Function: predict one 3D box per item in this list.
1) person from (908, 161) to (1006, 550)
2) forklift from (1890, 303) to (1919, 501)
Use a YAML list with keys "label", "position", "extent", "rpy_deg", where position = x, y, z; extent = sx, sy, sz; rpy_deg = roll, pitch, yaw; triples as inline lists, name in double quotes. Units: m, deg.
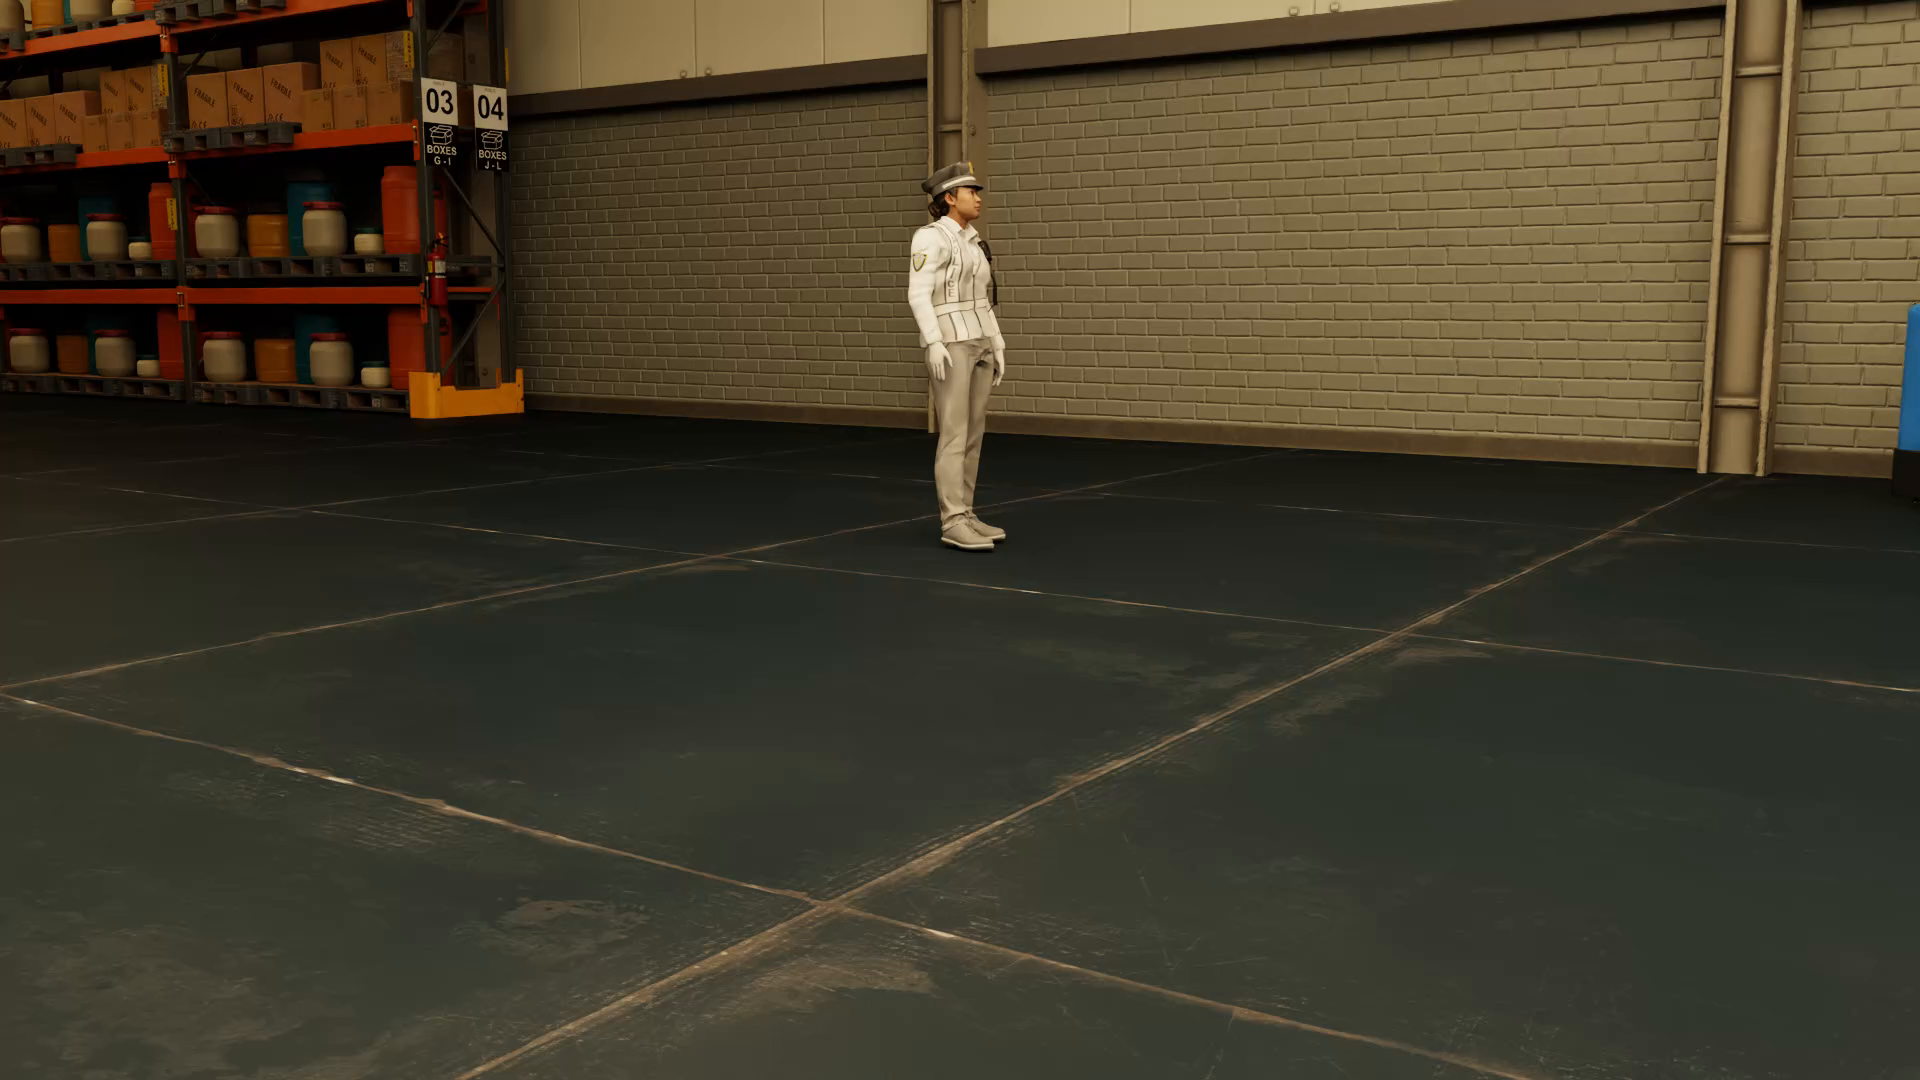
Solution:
- label: "person"
  position: [0.053, -0.840, 7.439]
  extent: [0.530, 1.694, 0.586]
  rpy_deg: [5, 10, 34]
- label: "forklift"
  position: [6.485, -1.592, 8.392]
  extent: [3.031, 2.935, 1.130]
  rpy_deg: [-1, 8, -9]
